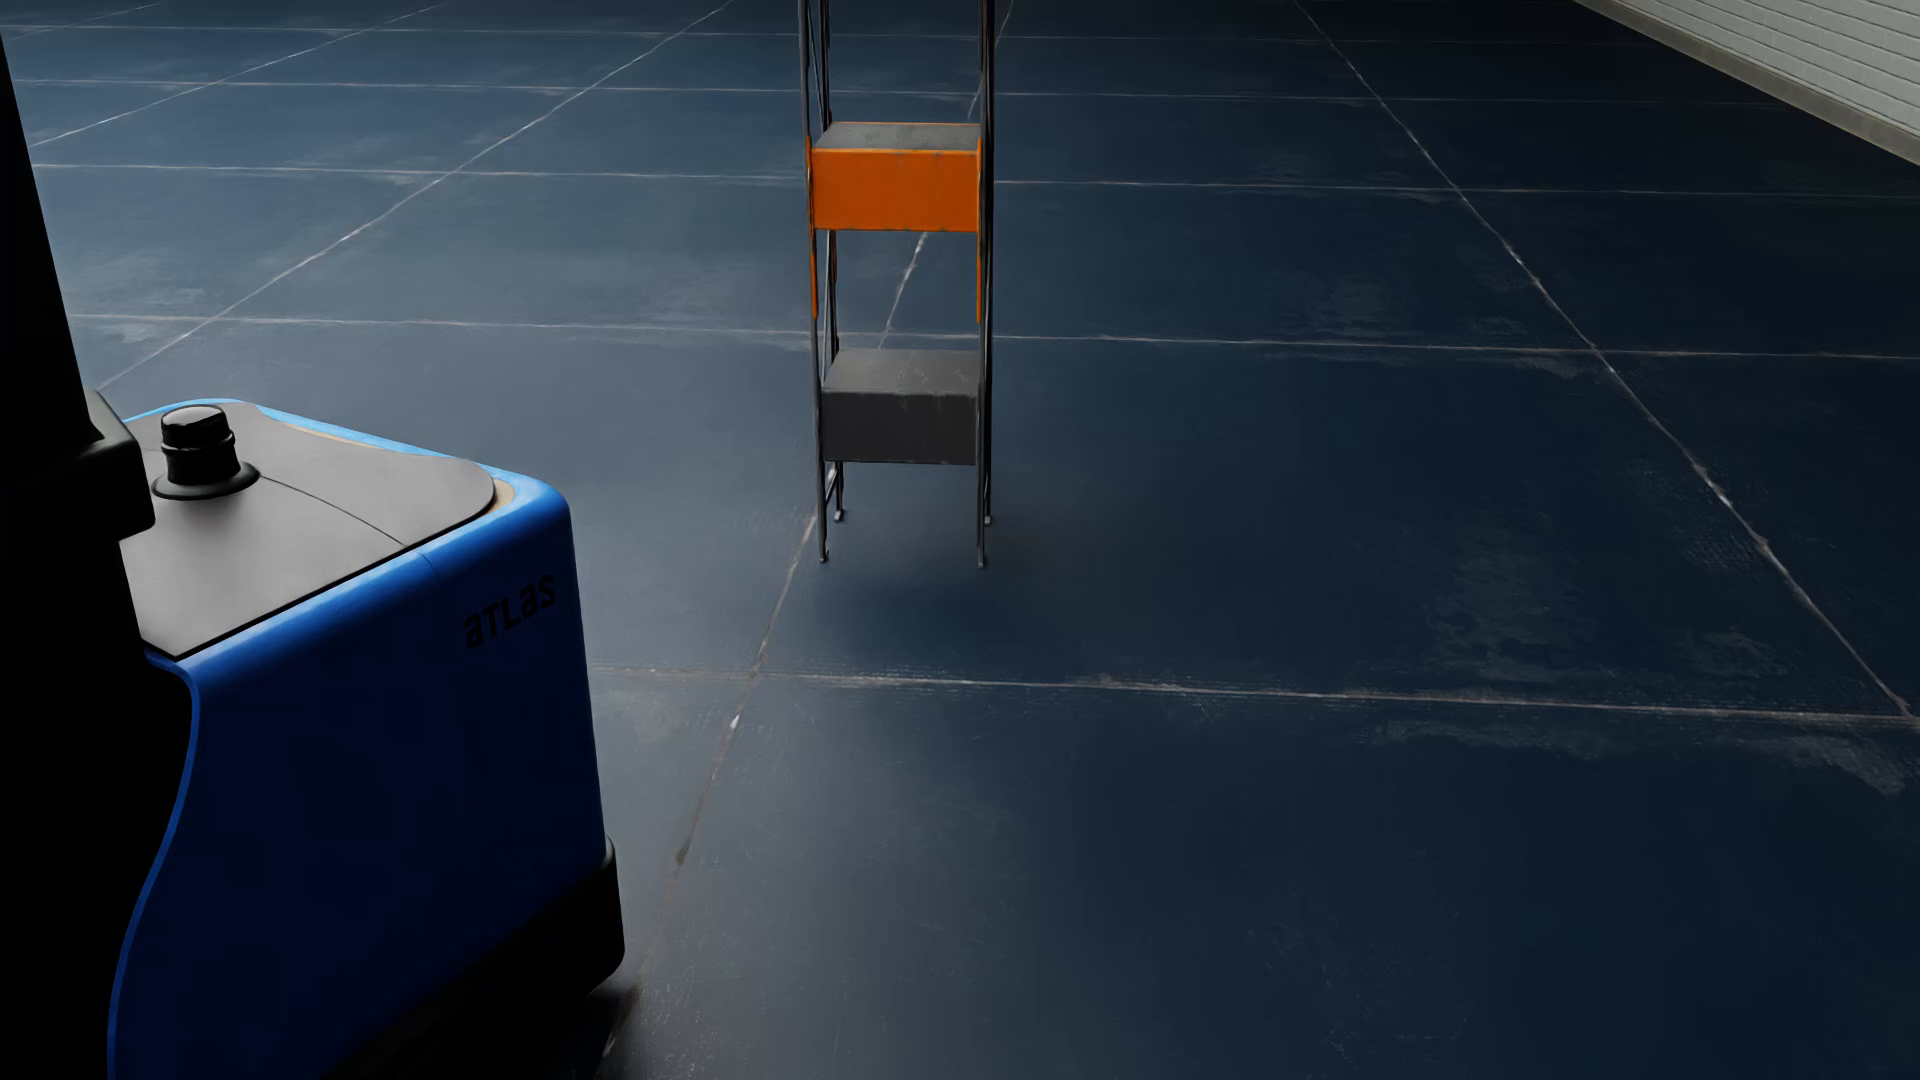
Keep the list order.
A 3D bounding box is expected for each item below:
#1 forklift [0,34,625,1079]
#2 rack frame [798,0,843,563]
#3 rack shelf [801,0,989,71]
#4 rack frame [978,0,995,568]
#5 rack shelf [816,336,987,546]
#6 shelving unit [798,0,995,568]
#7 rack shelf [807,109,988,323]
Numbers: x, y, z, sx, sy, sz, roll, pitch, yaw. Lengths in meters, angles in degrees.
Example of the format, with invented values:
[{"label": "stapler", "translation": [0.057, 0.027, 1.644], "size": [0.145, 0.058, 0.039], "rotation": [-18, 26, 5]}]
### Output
[{"label": "forklift", "translation": [-1.847, -0.025, 1.798], "size": [1.130, 2.935, 3.031], "rotation": [14, 28, 28]}, {"label": "rack frame", "translation": [-0.408, -0.967, 4.840], "size": [0.015, 2.100, 0.400], "rotation": [2, 25, 4]}, {"label": "rack shelf", "translation": [-0.165, -1.583, 4.536], "size": [0.480, 0.518, 0.431], "rotation": [2, 25, 4]}, {"label": "rack frame", "translation": [0.078, -0.951, 4.806], "size": [0.015, 2.100, 0.400], "rotation": [2, 25, 4]}, {"label": "rack shelf", "translation": [-0.165, -0.311, 5.121], "size": [0.480, 0.518, 0.431], "rotation": [2, 25, 4]}, {"label": "shelving unit", "translation": [-0.165, -0.959, 4.823], "size": [0.503, 2.100, 0.431], "rotation": [2, 25, 4]}, {"label": "rack shelf", "translation": [-0.165, -0.947, 4.828], "size": [0.480, 0.518, 0.431], "rotation": [2, 25, 4]}]
